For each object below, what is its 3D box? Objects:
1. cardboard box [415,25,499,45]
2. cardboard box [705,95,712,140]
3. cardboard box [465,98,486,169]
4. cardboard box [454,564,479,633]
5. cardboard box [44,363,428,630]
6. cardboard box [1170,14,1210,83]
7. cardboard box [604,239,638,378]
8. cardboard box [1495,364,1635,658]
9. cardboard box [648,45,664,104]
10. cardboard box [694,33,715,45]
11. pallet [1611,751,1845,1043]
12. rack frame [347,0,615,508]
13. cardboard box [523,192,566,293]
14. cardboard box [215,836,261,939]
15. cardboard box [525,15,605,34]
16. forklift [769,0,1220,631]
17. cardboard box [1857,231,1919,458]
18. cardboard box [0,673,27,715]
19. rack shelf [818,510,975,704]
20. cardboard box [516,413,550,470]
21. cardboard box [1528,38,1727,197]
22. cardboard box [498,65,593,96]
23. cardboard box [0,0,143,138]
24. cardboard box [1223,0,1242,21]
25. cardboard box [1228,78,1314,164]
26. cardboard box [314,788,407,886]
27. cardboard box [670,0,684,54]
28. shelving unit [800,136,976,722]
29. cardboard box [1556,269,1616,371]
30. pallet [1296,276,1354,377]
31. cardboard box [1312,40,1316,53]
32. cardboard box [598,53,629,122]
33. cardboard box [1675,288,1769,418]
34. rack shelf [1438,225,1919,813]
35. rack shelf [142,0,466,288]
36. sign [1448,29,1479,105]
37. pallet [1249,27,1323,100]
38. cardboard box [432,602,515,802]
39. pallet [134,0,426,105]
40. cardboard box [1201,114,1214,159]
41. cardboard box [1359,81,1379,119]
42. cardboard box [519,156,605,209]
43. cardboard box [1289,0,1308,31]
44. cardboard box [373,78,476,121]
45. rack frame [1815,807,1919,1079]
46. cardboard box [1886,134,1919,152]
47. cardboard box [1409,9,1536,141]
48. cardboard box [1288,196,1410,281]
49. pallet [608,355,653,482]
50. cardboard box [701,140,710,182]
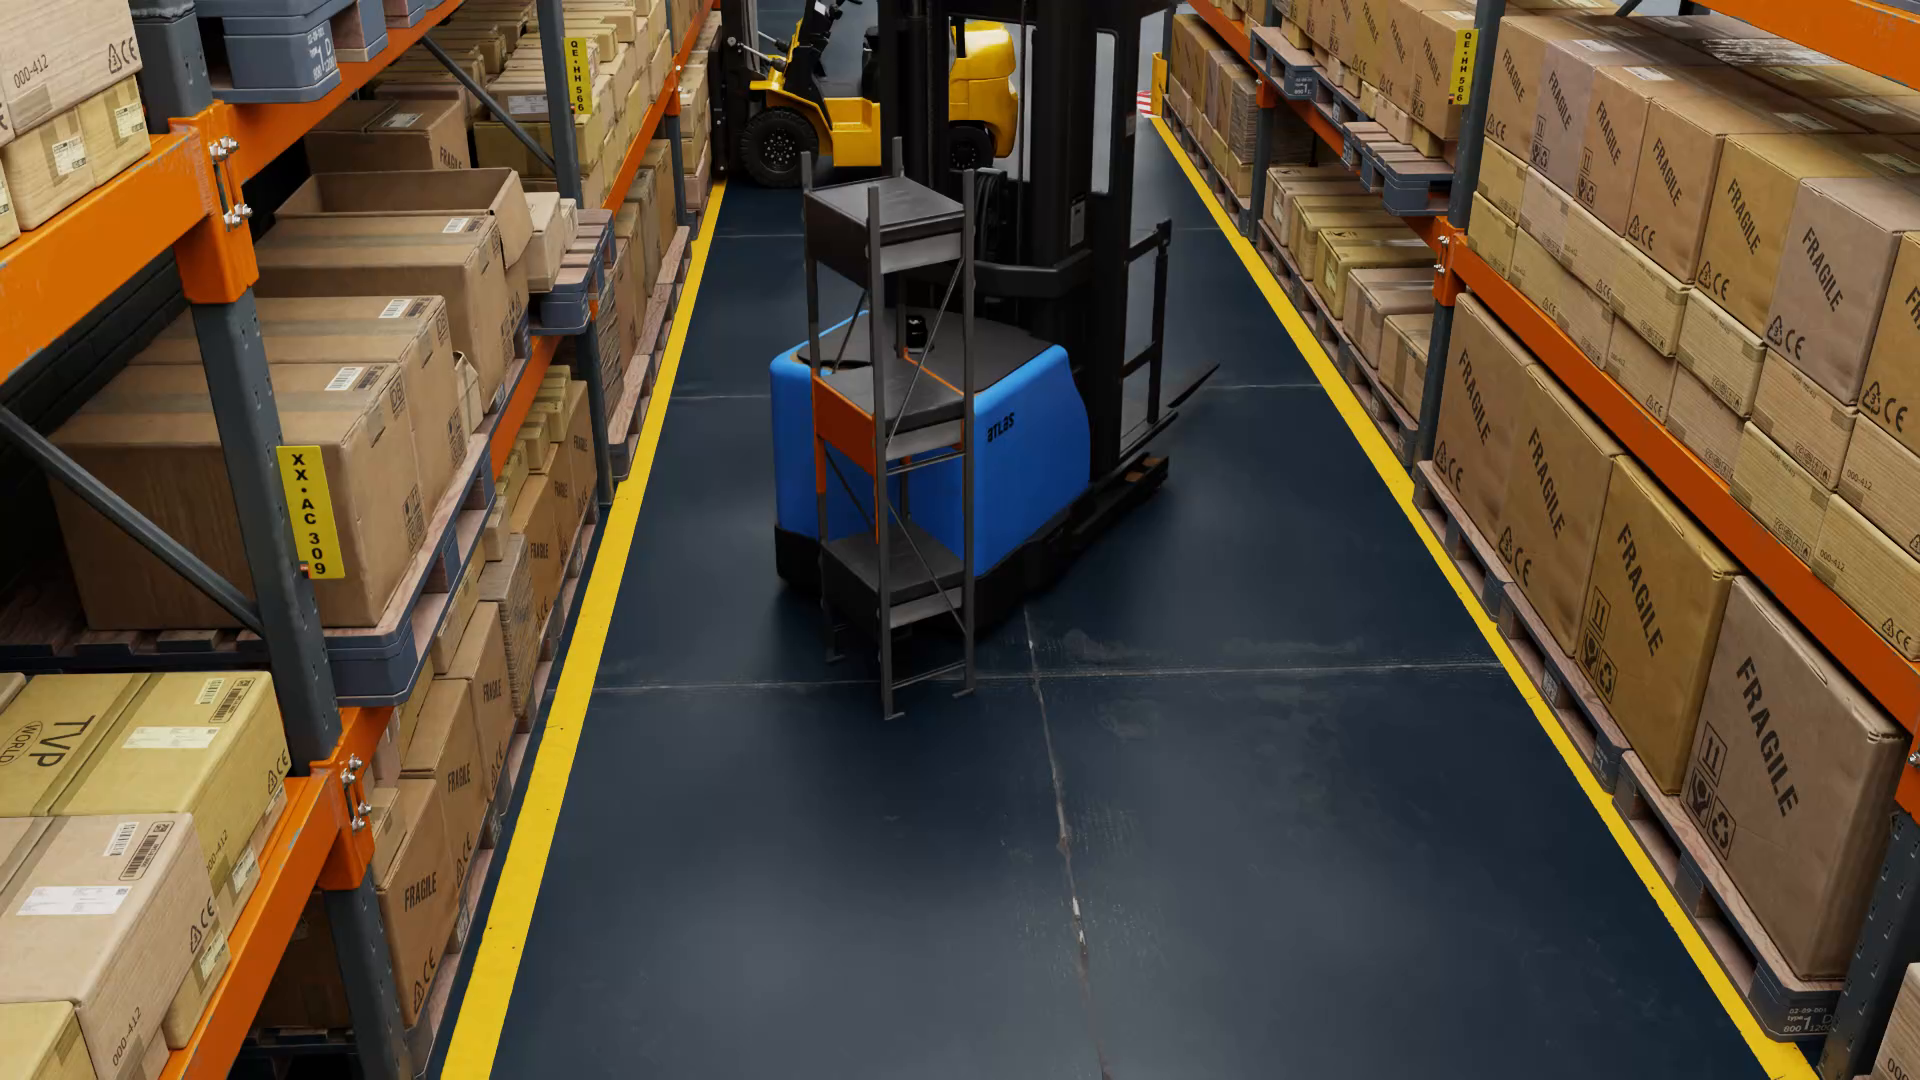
[{"bbox_3d":[-2.603,-2.569,8.623,0.380,0.149,0.250,-2,28,-3],"label":"cardboard box"},{"bbox_3d":[-2.160,-3.237,12.691,0.500,0.250,0.500,-2,28,-3],"label":"cardboard box"},{"bbox_3d":[-2.492,-1.861,7.696,0.500,0.250,0.500,-1,28,-2],"label":"cardboard box"},{"bbox_3d":[-1.866,0.203,5.665,0.380,0.149,0.250,0,28,-1],"label":"cardboard box"},{"bbox_3d":[-1.784,-0.117,4.169,0.700,0.500,0.500,-1,28,-1],"label":"cardboard box"},{"bbox_3d":[2.116,-4.231,14.326,0.500,0.500,0.500,-2,28,-4],"label":"cardboard box"},{"bbox_3d":[-2.252,-1.228,8.975,0.875,0.625,0.625,-1,28,-1],"label":"cardboard box"},{"bbox_3d":[2.761,-0.138,6.614,0.875,0.875,0.875,-1,28,-2],"label":"cardboard box"},{"bbox_3d":[-2.080,-2.827,10.090,0.500,0.250,0.500,-2,28,-3],"label":"cardboard box"},{"bbox_3d":[-2.204,-3.936,13.492,0.500,0.250,0.500,-1,28,-2],"label":"cardboard box"},{"bbox_3d":[2.859,1.102,5.408,1.003,0.211,1.213,-1,28,-3],"label":"pallet"},{"bbox_3d":[-2.191,-1.505,7.392,1.000,3.000,0.127,-1,28,-3],"label":"rack frame"},{"bbox_3d":[-1.812,-1.145,6.411,0.500,0.250,0.500,-3,28,-5],"label":"cardboard box"},{"bbox_3d":[-1.678,0.714,3.408,0.380,0.149,0.250,-1,28,-1],"label":"cardboard box"},{"bbox_3d":[-2.101,-2.705,8.883,0.380,0.149,0.250,-1,28,-3],"label":"cardboard box"},{"bbox_3d":[0.376,-1.565,7.582,1.130,2.935,3.031,15,31,27],"label":"forklift"},{"bbox_3d":[2.701,-0.467,4.213,0.500,0.500,0.500,-1,28,-1],"label":"cardboard box"},{"bbox_3d":[-2.226,0.512,3.365,0.500,0.250,0.500,-2,28,-3],"label":"cardboard box"},{"bbox_3d":[-0.250,0.254,6.522,0.431,0.518,0.480,-16,32,-27],"label":"rack shelf"},{"bbox_3d":[-1.897,-0.401,6.822,0.380,0.149,0.250,-2,28,-4],"label":"cardboard box"},{"bbox_3d":[2.583,-1.652,6.484,0.500,0.500,0.500,-1,28,-2],"label":"cardboard box"},{"bbox_3d":[-1.929,-2.115,7.751,0.380,0.149,0.250,-1,28,-2],"label":"cardboard box"},{"bbox_3d":[-1.707,-0.837,2.707,0.500,0.250,0.500,-1,28,-2],"label":"cardboard box"},{"bbox_3d":[2.180,-3.973,12.395,0.380,0.149,0.250,-2,28,-3],"label":"cardboard box"},{"bbox_3d":[2.258,-3.040,12.044,0.500,0.500,0.500,-2,28,-3],"label":"cardboard box"},{"bbox_3d":[-1.735,0.804,4.511,0.380,0.149,0.250,0,28,0],"label":"cardboard box"},{"bbox_3d":[-2.162,-3.608,11.316,0.500,0.500,0.500,-2,28,-4],"label":"cardboard box"},{"bbox_3d":[-0.252,-0.373,6.182,0.431,2.100,0.503,-16,32,-27],"label":"shelving unit"},{"bbox_3d":[2.606,-0.849,6.297,0.500,0.250,0.500,0,28,-1],"label":"cardboard box"},{"bbox_3d":[2.666,-1.313,10.040,1.003,0.211,1.213,-1,28,-3],"label":"pallet"},{"bbox_3d":[2.366,-3.041,10.155,0.380,0.149,0.250,0,28,1],"label":"cardboard box"},{"bbox_3d":[-2.004,-2.345,8.623,0.500,0.250,0.500,-2,28,-4],"label":"cardboard box"},{"bbox_3d":[2.642,-0.602,5.282,0.500,0.250,0.500,-1,28,-1],"label":"cardboard box"},{"bbox_3d":[2.870,-0.384,6.021,1.077,0.370,4.000,-1,28,-3],"label":"rack shelf"},{"bbox_3d":[-2.086,-1.593,5.094,1.077,0.370,4.000,-1,28,-3],"label":"rack shelf"},{"bbox_3d":[2.224,-2.088,7.343,0.100,0.325,0.005,-1,28,-3],"label":"sign"},{"bbox_3d":[2.452,-3.033,10.528,1.003,0.211,1.213,-1,28,-3],"label":"pallet"},{"bbox_3d":[-1.842,0.559,5.683,0.500,0.500,0.500,-2,28,-4],"label":"cardboard box"},{"bbox_3d":[-1.946,-1.207,3.781,1.213,0.211,1.003,-1,28,-3],"label":"pallet"},{"bbox_3d":[2.198,-3.188,13.138,0.500,0.250,0.500,-1,28,-2],"label":"cardboard box"},{"bbox_3d":[2.336,-2.328,8.787,0.380,0.149,0.250,-1,28,-2],"label":"cardboard box"},{"bbox_3d":[-1.970,-1.650,7.831,0.500,0.250,0.500,-1,28,-2],"label":"cardboard box"},{"bbox_3d":[2.322,-3.382,10.106,0.500,0.500,0.500,-1,28,-2],"label":"cardboard box"},{"bbox_3d":[-2.410,-1.982,7.498,0.380,0.149,0.250,-1,28,-1],"label":"cardboard box"},{"bbox_3d":[2.975,0.220,4.084,1.000,3.000,0.127,-1,28,-3],"label":"rack frame"},{"bbox_3d":[3.161,-0.943,5.126,0.500,0.500,0.500,-2,28,-4],"label":"cardboard box"},{"bbox_3d":[2.465,-2.192,7.826,0.500,0.500,0.500,-2,28,-4],"label":"cardboard box"},{"bbox_3d":[2.628,-1.921,10.577,0.950,0.372,0.625,0,28,1],"label":"cardboard box"},{"bbox_3d":[-2.195,-0.650,8.768,1.003,0.211,1.213,-1,28,-3],"label":"pallet"},{"bbox_3d":[-2.136,-2.785,12.365,0.500,0.250,0.500,-2,28,-4],"label":"cardboard box"}]
